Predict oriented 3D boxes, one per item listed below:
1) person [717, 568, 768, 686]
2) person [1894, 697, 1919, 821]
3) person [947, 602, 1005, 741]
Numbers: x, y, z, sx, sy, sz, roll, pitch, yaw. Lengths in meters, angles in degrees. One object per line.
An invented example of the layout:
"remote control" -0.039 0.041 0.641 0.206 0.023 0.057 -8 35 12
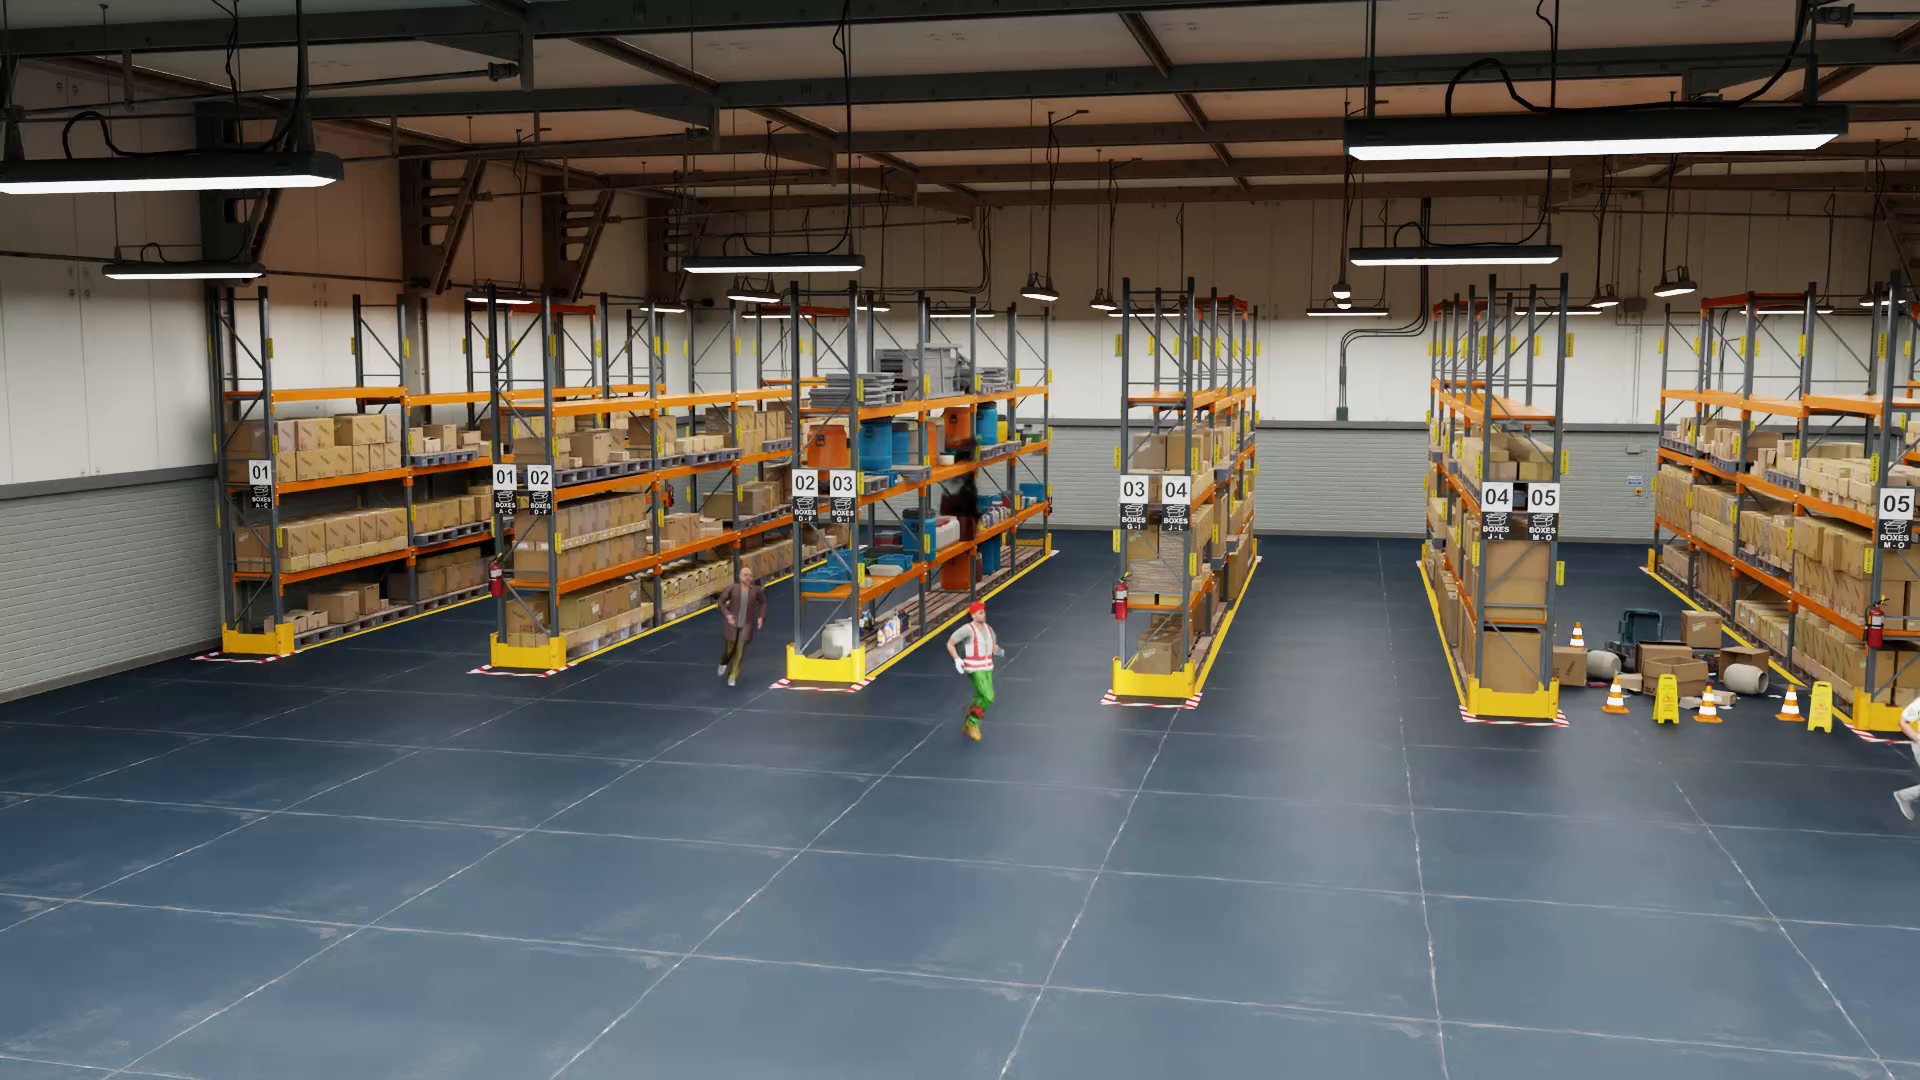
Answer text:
"person" -3.252 1.280 24.954 0.763 1.735 0.835 -2 7 -14
"person" 10.003 2.172 17.087 0.676 1.751 0.885 -3 7 -28
"person" 0.267 1.678 21.263 0.685 1.775 0.646 6 9 41
